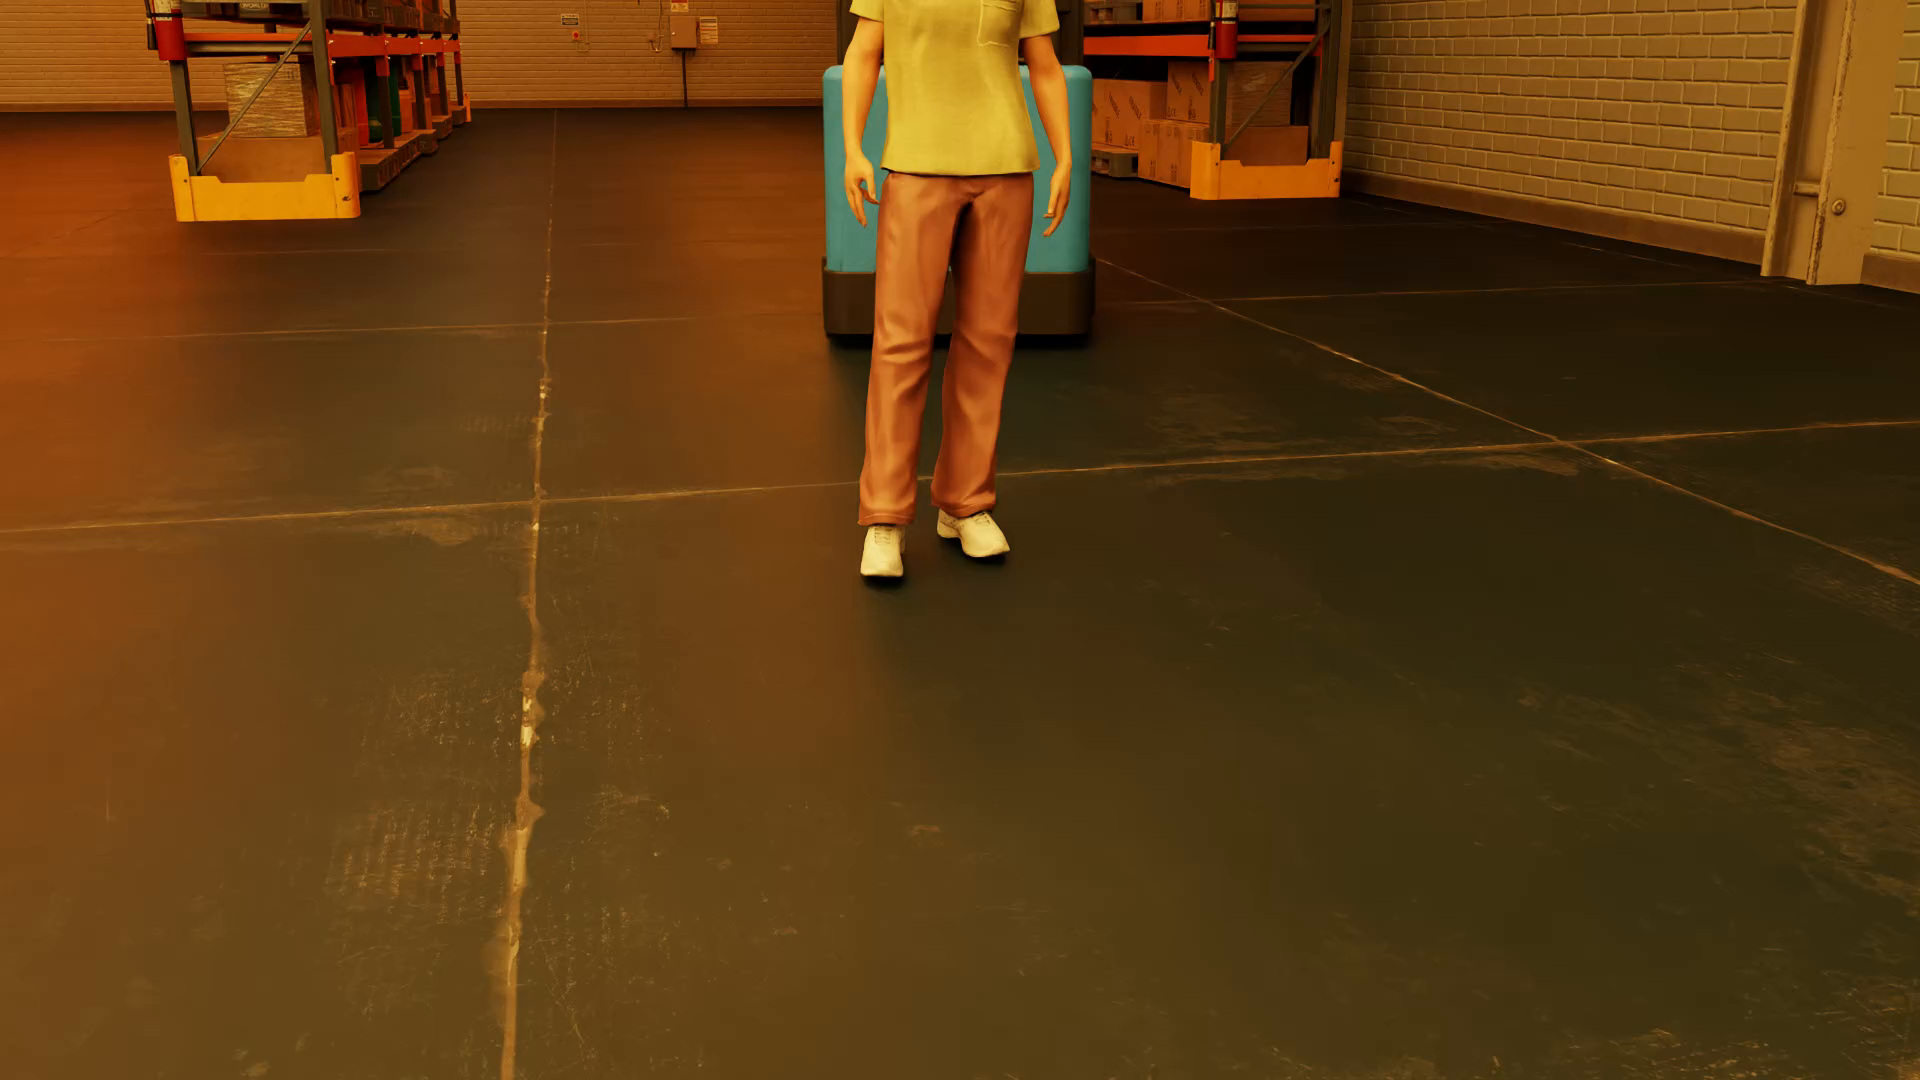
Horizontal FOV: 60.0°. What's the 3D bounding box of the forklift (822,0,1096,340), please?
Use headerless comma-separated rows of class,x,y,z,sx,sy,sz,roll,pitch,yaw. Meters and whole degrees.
forklift,0.004,-2.562,7.499,1.130,2.935,3.031,0,17,0

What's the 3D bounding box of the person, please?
person,0.005,-0.789,3.704,0.553,1.675,0.549,-4,17,-12
